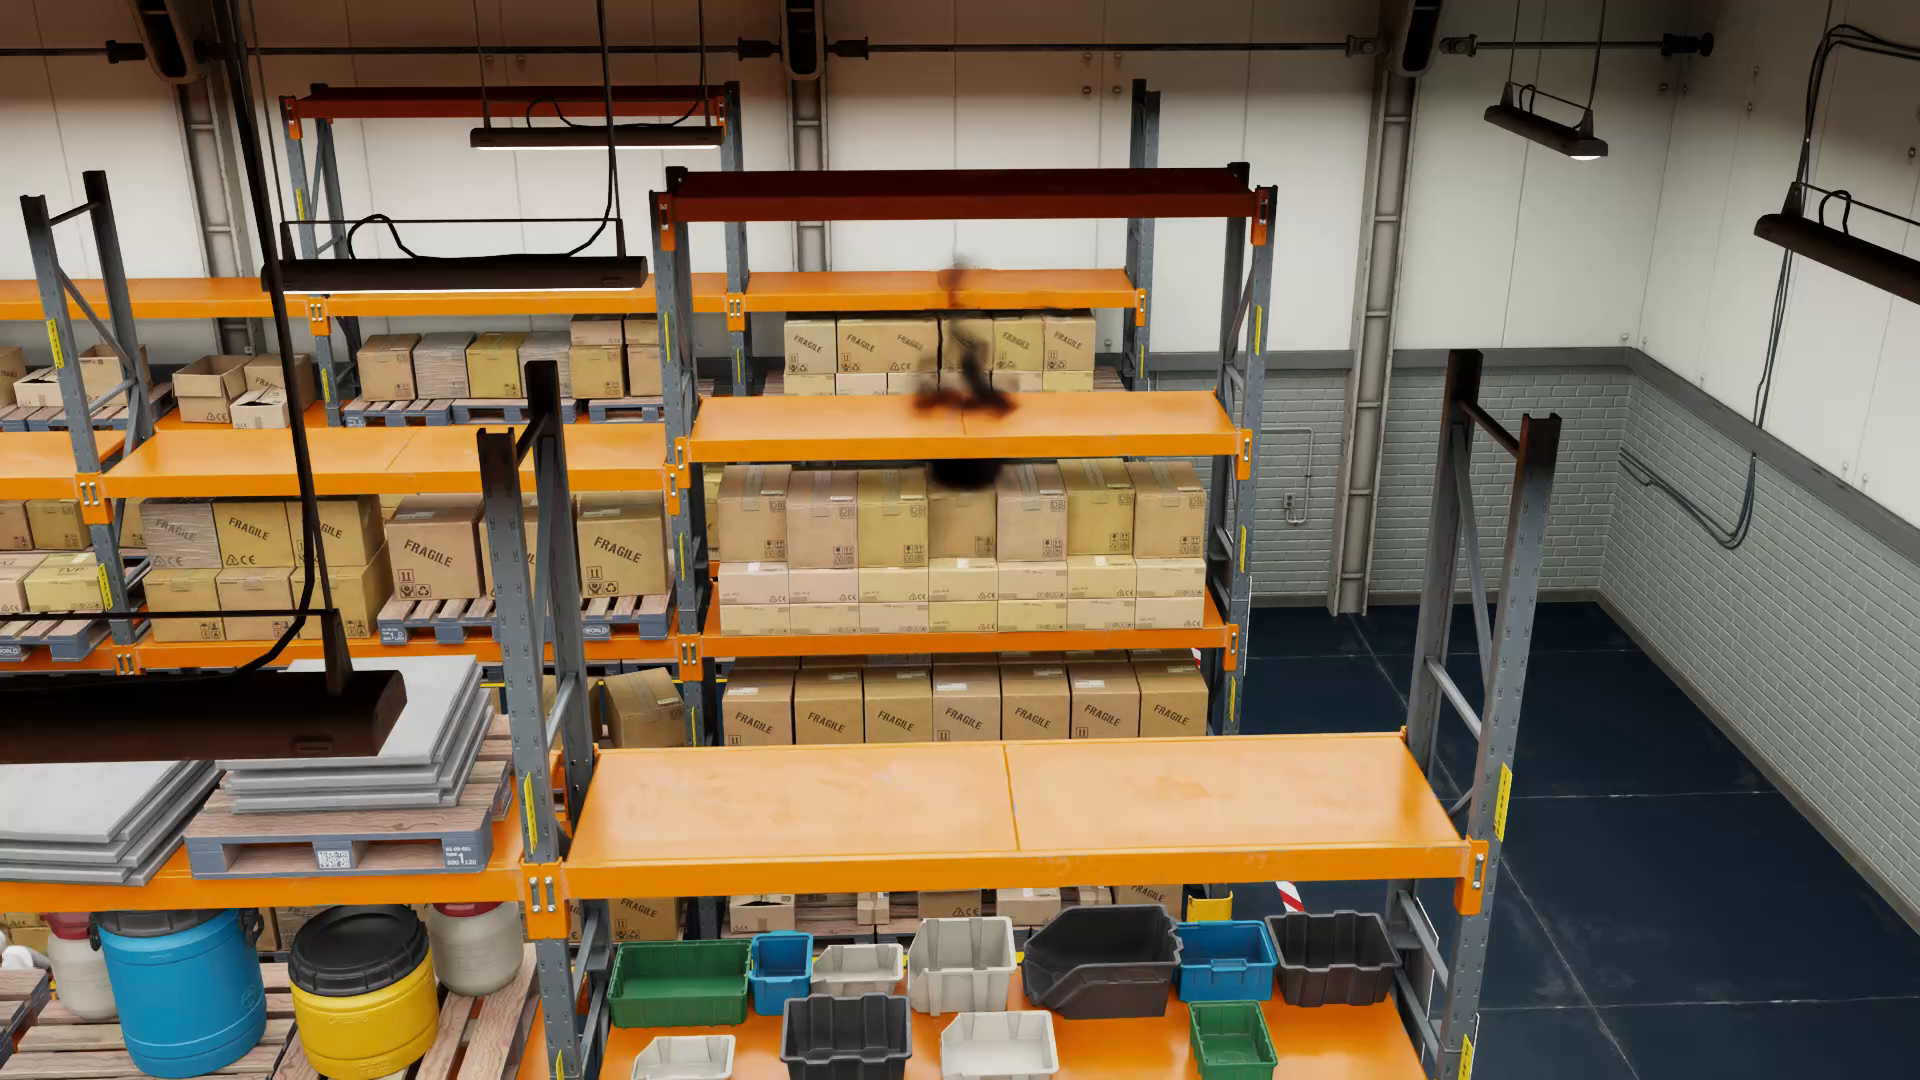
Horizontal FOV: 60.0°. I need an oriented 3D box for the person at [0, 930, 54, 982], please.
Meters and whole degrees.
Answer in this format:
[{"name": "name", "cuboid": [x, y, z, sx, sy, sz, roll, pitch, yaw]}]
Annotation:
[{"name": "person", "cuboid": [-6.096, 3.254, 10.760, 0.879, 1.774, 0.705, -3, 22, -8]}]
